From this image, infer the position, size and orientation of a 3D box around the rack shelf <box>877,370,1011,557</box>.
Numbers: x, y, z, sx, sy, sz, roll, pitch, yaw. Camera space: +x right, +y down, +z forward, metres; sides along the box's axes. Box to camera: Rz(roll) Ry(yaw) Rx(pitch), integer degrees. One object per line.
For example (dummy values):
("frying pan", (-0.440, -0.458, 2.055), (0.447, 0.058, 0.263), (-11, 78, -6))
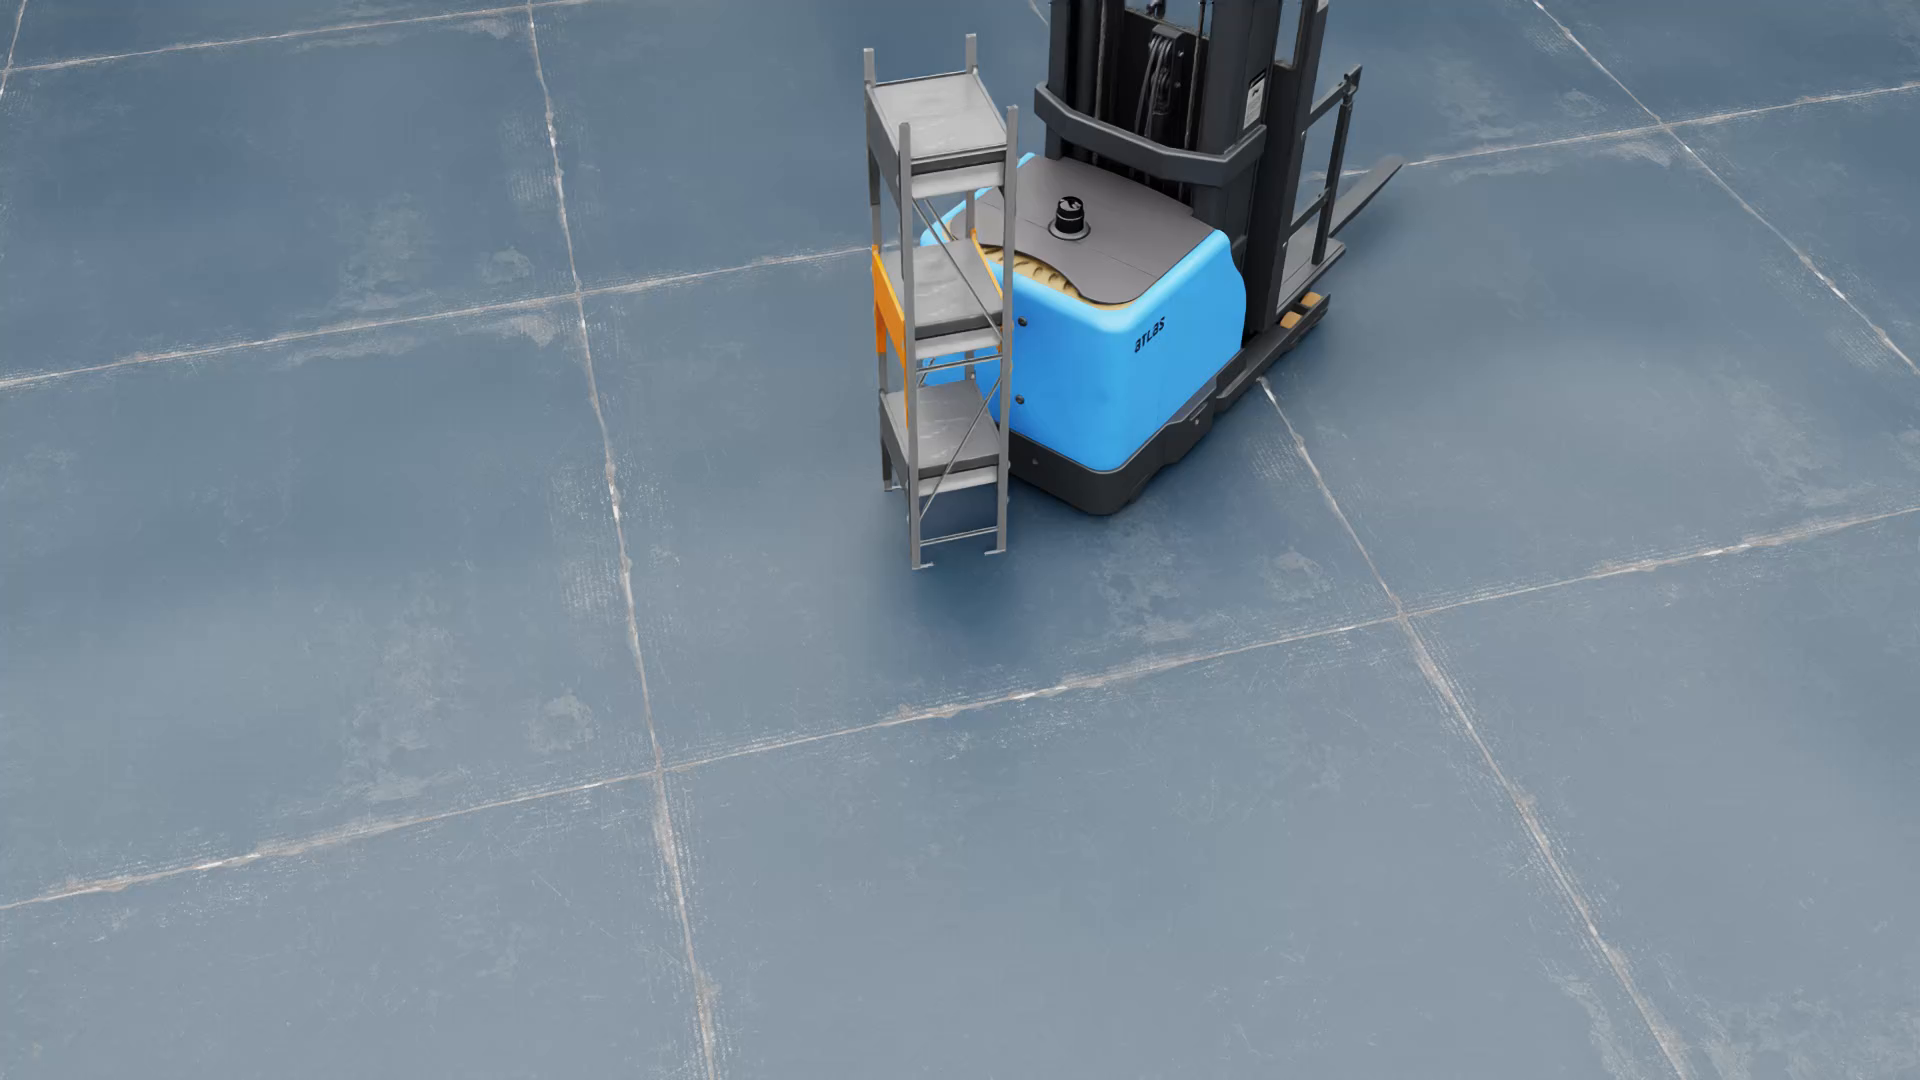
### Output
("rack shelf", (-0.071, -0.317, 6.841), (0.431, 0.518, 0.480), (-11, 47, -11))

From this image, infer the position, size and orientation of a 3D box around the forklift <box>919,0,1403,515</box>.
("forklift", (1.117, -2.136, 7.042), (1.130, 2.935, 3.031), (29, 52, 25))

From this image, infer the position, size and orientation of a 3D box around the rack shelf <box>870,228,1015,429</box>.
("rack shelf", (-0.071, -0.807, 6.341), (0.431, 0.518, 0.480), (-11, 47, -11))

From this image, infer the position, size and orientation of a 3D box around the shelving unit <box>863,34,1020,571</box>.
("shelving unit", (-0.071, -0.817, 6.331), (0.431, 2.100, 0.503), (-11, 47, -11))

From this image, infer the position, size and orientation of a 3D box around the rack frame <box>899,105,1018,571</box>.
("rack frame", (-0.004, -0.649, 6.167), (0.400, 2.100, 0.015), (-11, 47, -11))

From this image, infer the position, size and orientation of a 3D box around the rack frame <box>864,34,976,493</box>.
("rack frame", (-0.137, -0.984, 6.495), (0.400, 2.100, 0.015), (-11, 47, -11))

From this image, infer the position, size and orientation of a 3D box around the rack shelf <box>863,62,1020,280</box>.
("rack shelf", (-0.071, -1.297, 5.841), (0.431, 0.518, 0.480), (-11, 47, -11))
